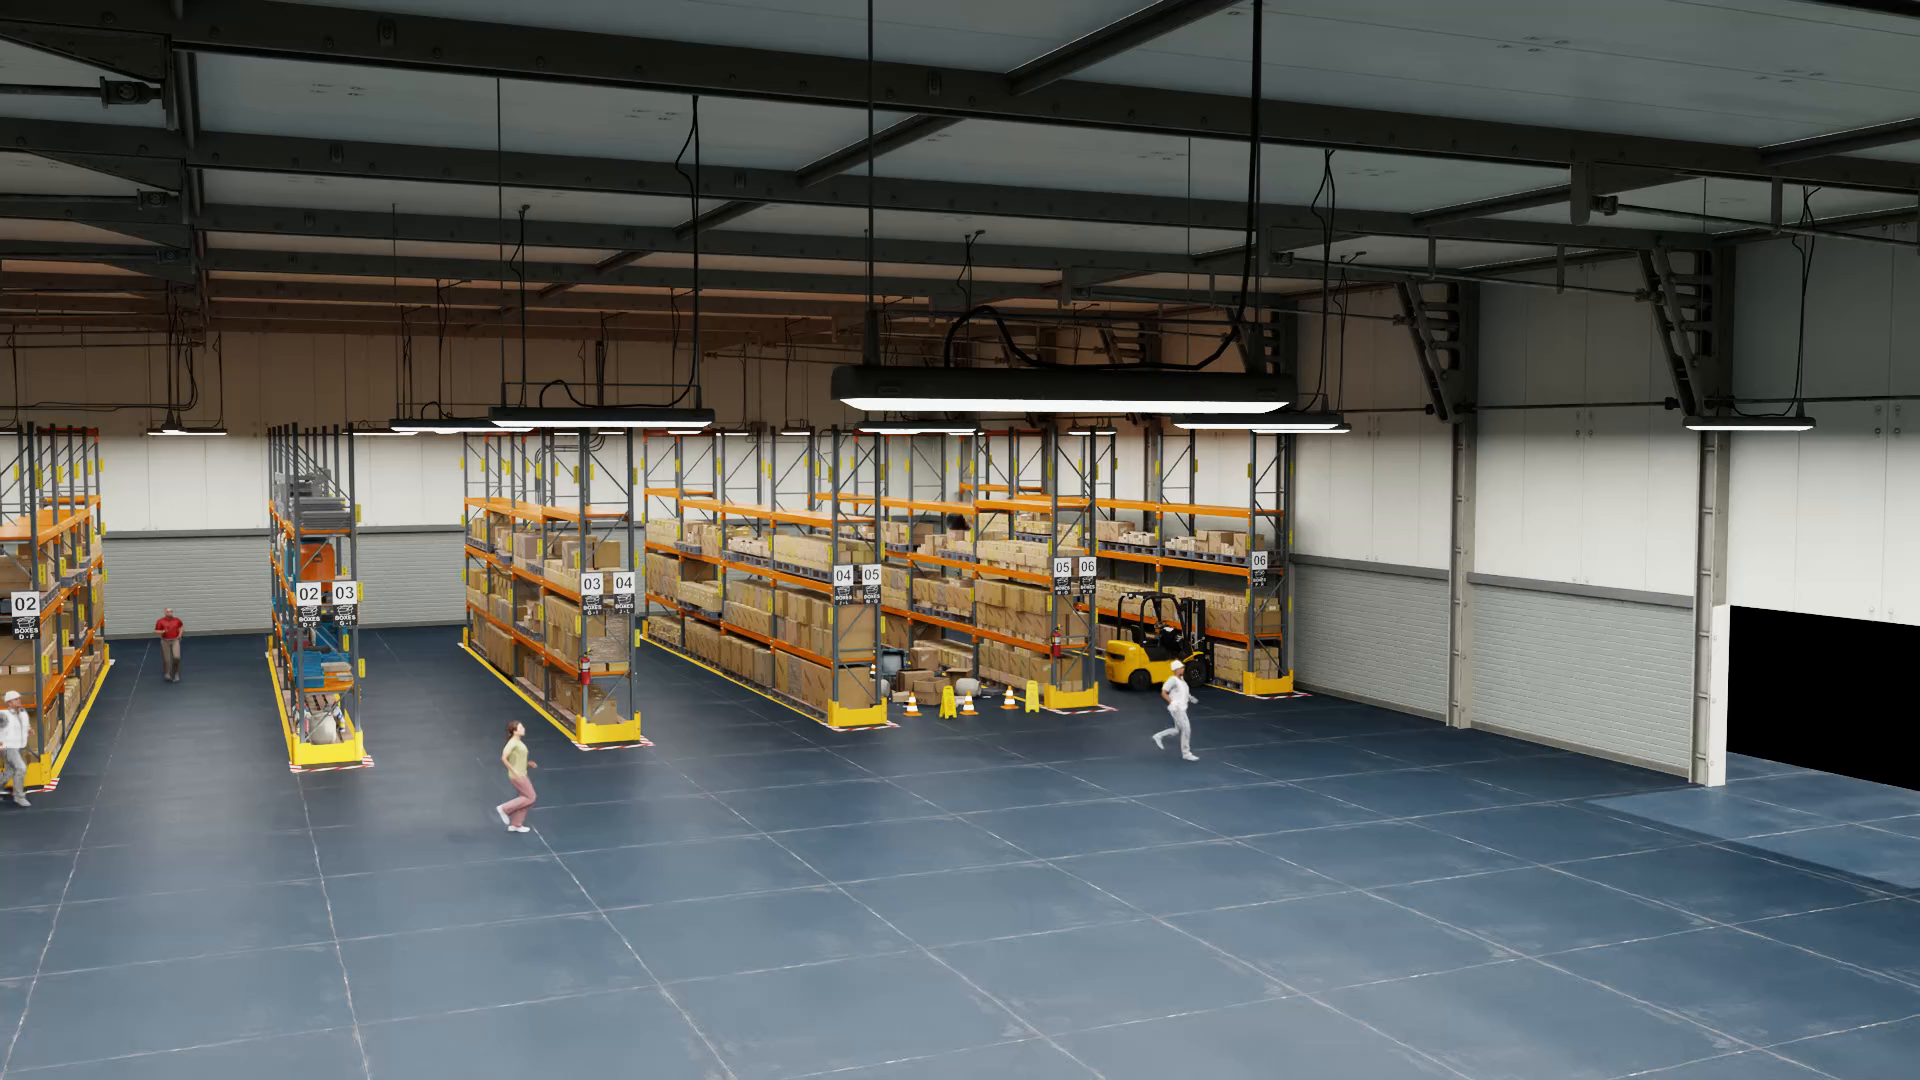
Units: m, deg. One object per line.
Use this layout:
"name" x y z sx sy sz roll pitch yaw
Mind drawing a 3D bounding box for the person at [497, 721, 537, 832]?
"person" -6.445 3.438 24.200 0.550 1.630 0.588 0 4 -7

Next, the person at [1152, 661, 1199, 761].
"person" 3.849 3.036 29.690 0.879 1.776 0.681 1 4 21

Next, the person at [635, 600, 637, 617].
"person" -8.998 2.126 44.724 0.658 1.765 0.700 -1 4 -22

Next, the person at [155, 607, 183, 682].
"person" -18.613 2.480 39.192 0.640 1.781 0.727 -2 4 -32

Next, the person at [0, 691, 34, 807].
"person" -14.814 3.242 25.946 0.802 1.790 0.577 1 4 10
